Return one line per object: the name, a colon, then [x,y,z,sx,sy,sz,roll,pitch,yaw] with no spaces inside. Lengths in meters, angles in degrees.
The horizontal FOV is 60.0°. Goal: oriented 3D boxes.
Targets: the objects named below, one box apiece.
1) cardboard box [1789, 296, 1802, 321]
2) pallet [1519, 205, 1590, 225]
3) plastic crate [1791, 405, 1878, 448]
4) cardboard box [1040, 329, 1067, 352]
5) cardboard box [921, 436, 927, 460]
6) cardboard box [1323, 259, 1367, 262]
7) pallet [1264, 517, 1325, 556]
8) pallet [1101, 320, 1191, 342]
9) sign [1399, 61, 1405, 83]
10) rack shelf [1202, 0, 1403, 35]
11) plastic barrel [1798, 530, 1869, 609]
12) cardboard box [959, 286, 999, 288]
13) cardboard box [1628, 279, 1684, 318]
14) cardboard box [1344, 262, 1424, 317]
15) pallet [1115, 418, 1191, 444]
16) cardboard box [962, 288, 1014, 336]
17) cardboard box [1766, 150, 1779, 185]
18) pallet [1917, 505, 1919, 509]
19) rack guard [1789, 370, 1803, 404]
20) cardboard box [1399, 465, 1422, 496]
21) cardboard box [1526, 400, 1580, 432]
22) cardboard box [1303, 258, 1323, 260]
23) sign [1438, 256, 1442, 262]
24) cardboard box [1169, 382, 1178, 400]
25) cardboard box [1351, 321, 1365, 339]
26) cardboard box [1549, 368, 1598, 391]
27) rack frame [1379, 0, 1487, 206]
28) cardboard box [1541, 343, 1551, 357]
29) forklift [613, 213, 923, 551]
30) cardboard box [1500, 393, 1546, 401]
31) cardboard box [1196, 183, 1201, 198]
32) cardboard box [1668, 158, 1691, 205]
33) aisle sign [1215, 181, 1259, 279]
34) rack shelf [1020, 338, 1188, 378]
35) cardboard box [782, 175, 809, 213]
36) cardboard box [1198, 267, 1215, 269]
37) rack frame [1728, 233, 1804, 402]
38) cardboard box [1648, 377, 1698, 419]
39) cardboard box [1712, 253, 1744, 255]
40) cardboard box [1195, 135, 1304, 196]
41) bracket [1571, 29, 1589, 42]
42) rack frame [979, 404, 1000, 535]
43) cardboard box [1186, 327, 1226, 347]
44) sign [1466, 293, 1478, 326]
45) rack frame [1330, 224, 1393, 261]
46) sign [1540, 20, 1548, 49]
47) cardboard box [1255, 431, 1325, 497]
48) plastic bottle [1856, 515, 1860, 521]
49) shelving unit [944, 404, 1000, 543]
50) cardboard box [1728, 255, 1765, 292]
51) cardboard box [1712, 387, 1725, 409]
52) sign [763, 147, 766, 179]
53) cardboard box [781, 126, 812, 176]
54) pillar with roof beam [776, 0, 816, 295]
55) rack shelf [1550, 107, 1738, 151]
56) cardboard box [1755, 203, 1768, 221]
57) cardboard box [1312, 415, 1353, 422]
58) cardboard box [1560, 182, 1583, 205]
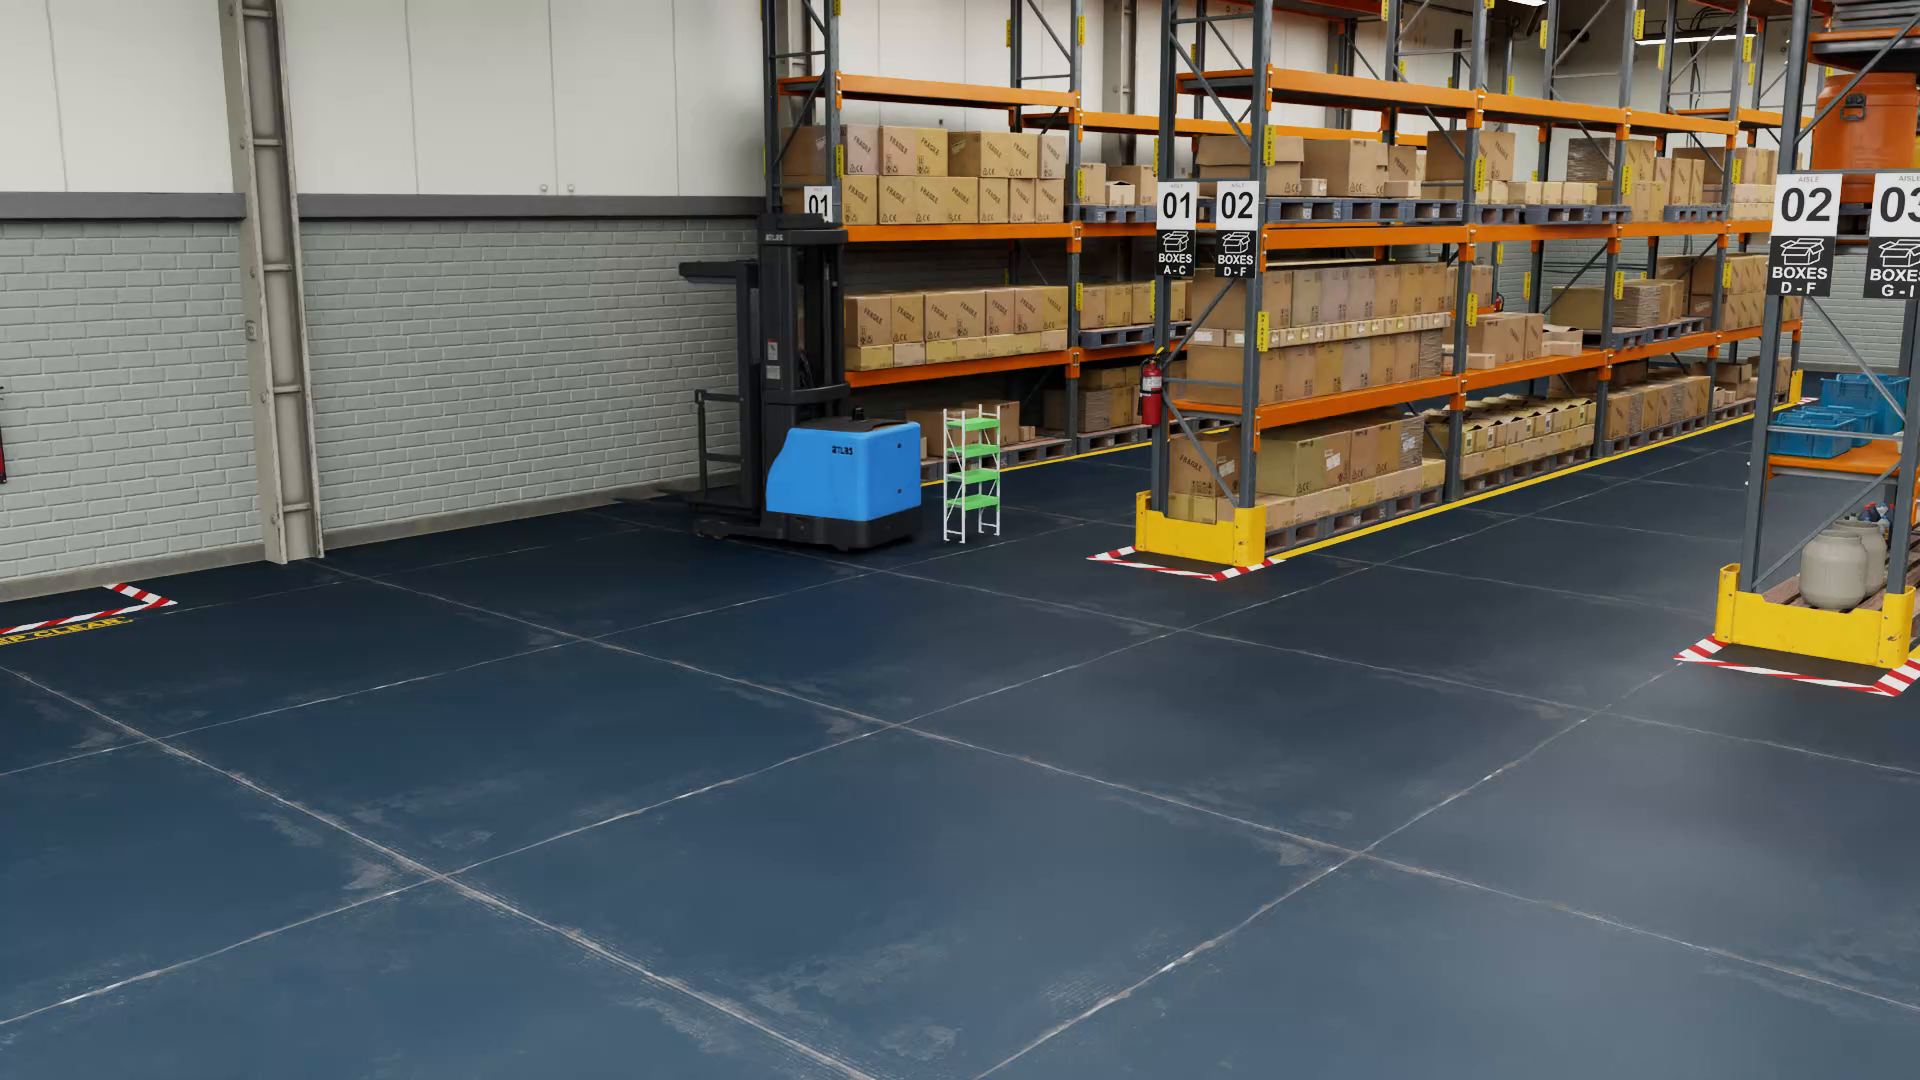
cardboard box: [12.573,-3.643,25.537,0.500,0.500,0.500,10,15,42]
pallet: [6.266,-3.620,18.501,1.003,0.211,1.213,11,16,43]
plastic crate: [6.359,-0.834,12.110,0.499,0.251,0.408,10,15,40]
cardboard box: [0.934,-2.397,19.885,0.500,0.250,0.500,10,15,40]
cardboard box: [-0.721,-1.052,18.563,0.500,0.311,0.500,-11,15,-43]
cardboard box: [5.839,-4.143,25.316,0.500,0.250,0.500,10,15,42]
pallet: [2.575,-0.092,15.131,1.003,0.211,1.213,10,15,40]
pallet: [2.383,-2.767,21.898,1.003,0.211,1.213,10,15,40]
sign: [6.715,-7.117,25.281,0.100,0.325,0.005,10,15,40]
rack shelf: [4.980,-7.671,23.995,1.077,0.370,4.000,10,15,40]
plastic barrel: [6.197,0.207,11.795,0.421,0.512,0.421,0,11,0]
cardboard box: [0.208,-2.756,19.767,0.500,0.500,0.500,10,15,40]
cardboard box: [9.543,-3.321,22.852,0.700,0.500,0.500,4,12,21]
cardboard box: [4.122,-2.474,16.373,0.700,0.500,0.500,10,15,40]
pallet: [2.337,-1.497,22.168,1.003,0.211,1.213,10,15,40]
cardboard box: [0.274,-2.617,19.073,0.500,0.500,0.500,9,15,39]
cardboard box: [11.694,-5.478,24.512,0.700,0.500,0.500,10,15,40]
pallet: [9.755,-0.222,15.784,1.003,0.211,1.213,10,15,40]
rack guard: [12.614,-2.458,26.242,1.175,0.500,0.348,10,15,40]
cardboard box: [4.263,-0.618,16.597,0.500,0.250,0.500,10,15,40]
cardboard box: [6.884,-1.464,19.401,0.500,0.311,0.500,9,15,39]
cardboard box: [5.460,-4.207,25.636,0.500,0.250,0.500,10,15,41]
sign: [8.527,-4.871,29.528,0.100,0.325,0.005,10,15,40]
cardboard box: [2.489,-1.898,22.313,0.700,0.500,0.500,10,15,40]
cardboard box: [3.538,-1.964,15.475,0.380,0.149,0.250,10,15,41]
cardboard box: [7.858,-2.053,21.174,0.500,0.250,0.500,11,15,42]
rack frame: [4.743,-4.871,16.626,1.000,3.000,0.127,10,15,40]
cardboard box: [6.583,-2.200,19.209,0.250,0.149,0.380,-11,16,-43]
forklift: [-1.878,-1.525,15.362,3.031,2.935,1.130,6,13,29]
cardboard box: [6.817,-1.612,20.138,0.500,0.311,0.500,10,15,42]
cardboard box: [2.734,-4.511,22.163,0.637,0.503,0.797,-10,15,-40]
cardboard box: [9.211,-4.716,21.922,0.600,0.600,0.600,10,15,40]
aisle sign: [2.289,-2.567,13.766,0.394,0.787,0.004,10,15,40]
rack shelf: [2.339,-2.511,21.961,1.077,0.370,4.000,10,15,40]
cardboard box: [-1.536,-3.605,17.637,0.500,0.500,0.500,-11,16,-43]
cardboard box: [3.454,-3.686,22.974,0.380,0.149,0.250,7,14,33]
rack frame: [12.664,-3.695,26.053,1.000,3.000,0.127,10,15,40]
cardboard box: [9.580,-1.915,22.401,0.500,0.500,0.500,10,15,41]
cardboard box: [11.500,-4.052,25.034,0.500,0.500,0.500,10,15,41]
cardboard box: [2.485,-3.221,14.329,0.637,0.503,0.797,-11,16,-44]
bracket: [12.178,-9.915,32.687,0.235,0.232,0.430,10,15,40]
rack frame: [0.270,-0.649,15.395,0.240,1.200,0.015,10,15,40]
cardboard box: [2.211,-1.789,14.599,0.380,0.149,0.250,9,15,39]
sign: [5.160,-2.321,16.763,0.100,0.325,0.005,10,15,40]
rack frame: [6.300,-3.747,26.311,1.000,3.000,0.127,10,15,40]
sign: [6.969,-6.026,19.817,0.100,0.325,0.005,10,15,40]
cardboard box: [2.952,-0.690,15.043,0.500,0.500,0.500,10,15,40]
plastic bottle: [7.351,-0.061,13.668,0.061,0.283,0.133,11,15,43]
shelving unit: [0.109,-0.613,15.216,0.258,1.200,0.503,10,15,40]
cardboard box: [11.226,-3.830,23.923,0.500,0.500,0.500,9,15,39]
cardboard box: [10.463,-2.038,23.496,0.500,0.311,0.500,10,15,40]
sign: [-2.025,-3.961,17.465,0.100,0.325,0.005,10,15,40]
cardboard box: [-1.533,-4.098,17.555,0.500,0.500,0.500,11,15,43]
pillar with roof beam: [1.425,-4.581,15.172,9.100,9.000,0.400,10,15,40]
rack shelf: [8.703,-5.205,21.156,1.077,0.370,4.000,10,15,40]
cardboard box: [11.194,-4.690,23.759,0.500,0.250,0.500,10,15,40]
cardboard box: [3.541,-0.980,16.493,0.500,0.500,0.500,10,15,40]
cardboard box: [6.793,-3.968,19.072,0.500,0.250,0.500,10,15,42]
